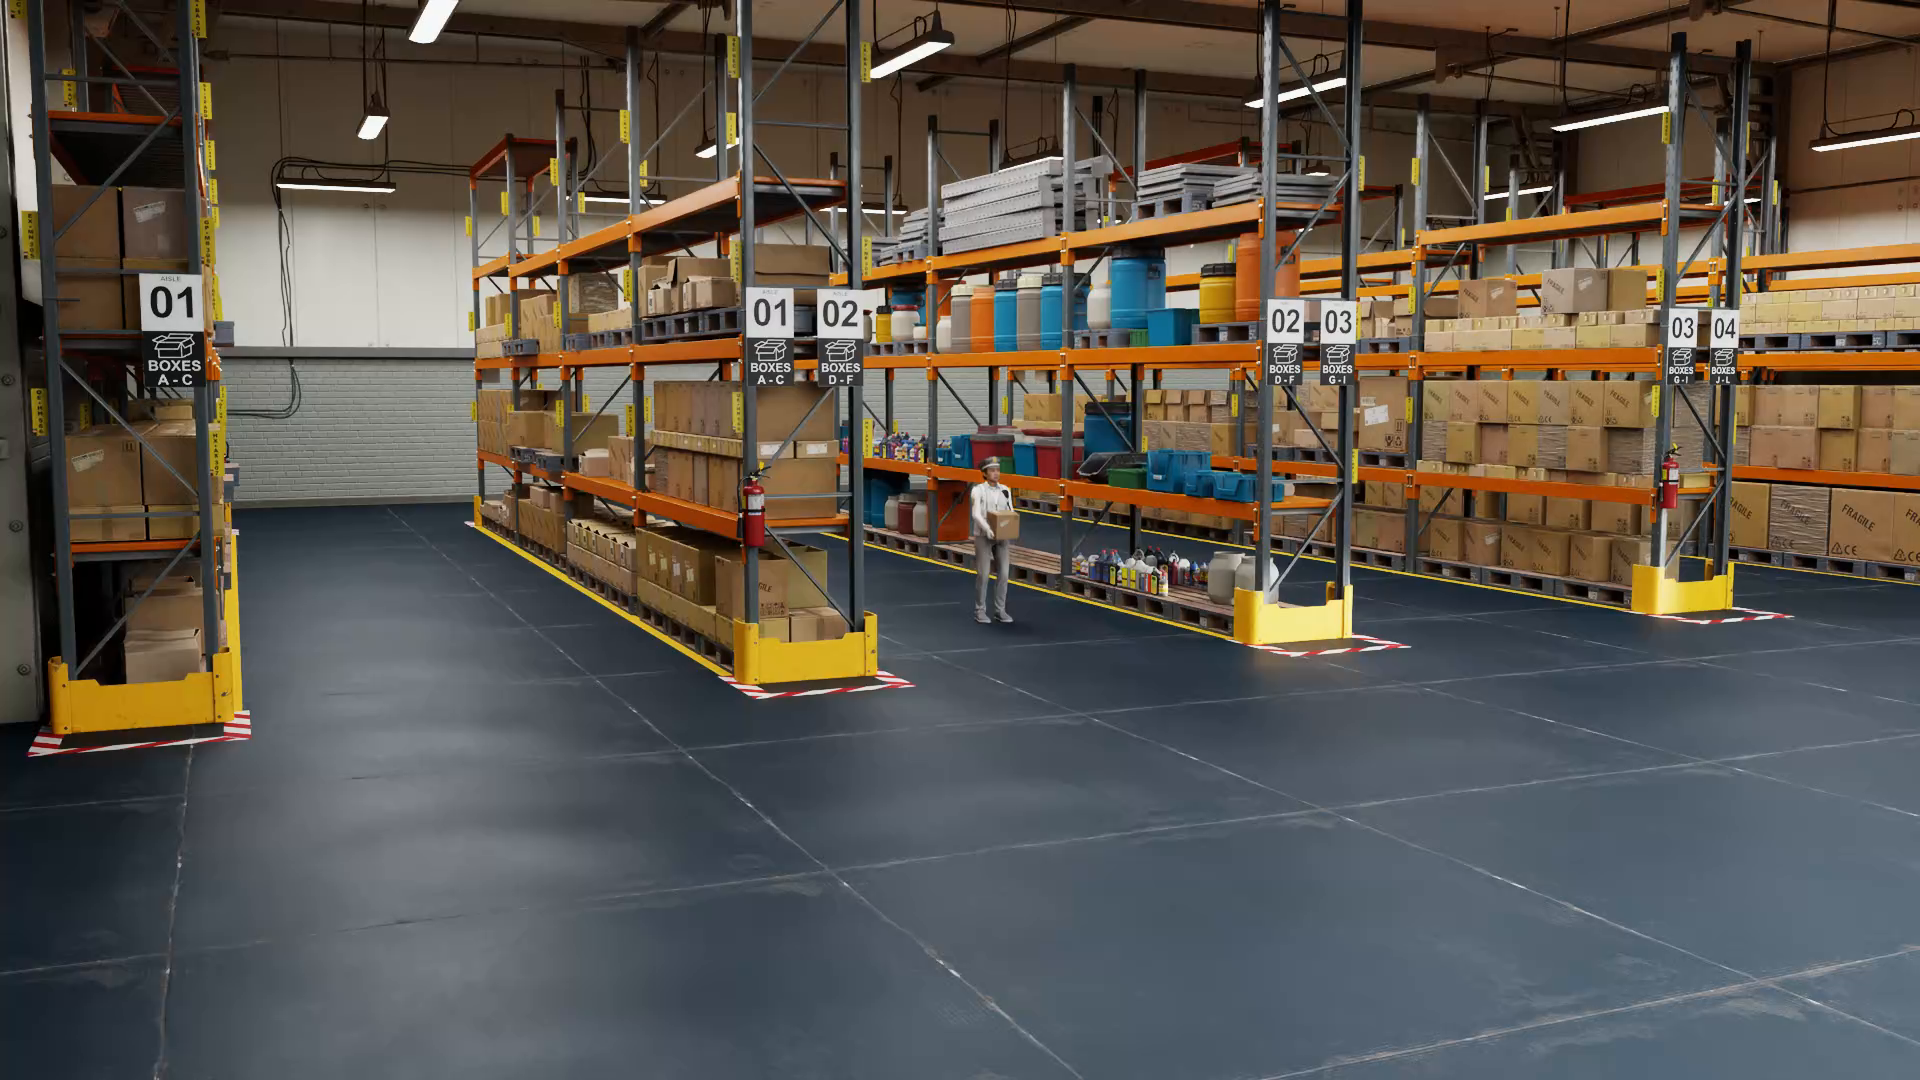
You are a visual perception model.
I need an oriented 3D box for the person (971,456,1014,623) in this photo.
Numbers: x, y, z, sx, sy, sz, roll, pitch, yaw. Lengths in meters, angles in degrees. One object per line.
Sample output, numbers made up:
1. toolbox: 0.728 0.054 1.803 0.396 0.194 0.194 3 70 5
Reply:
1. person: 0.353 -0.007 16.938 0.461 1.687 0.555 -2 6 -24
